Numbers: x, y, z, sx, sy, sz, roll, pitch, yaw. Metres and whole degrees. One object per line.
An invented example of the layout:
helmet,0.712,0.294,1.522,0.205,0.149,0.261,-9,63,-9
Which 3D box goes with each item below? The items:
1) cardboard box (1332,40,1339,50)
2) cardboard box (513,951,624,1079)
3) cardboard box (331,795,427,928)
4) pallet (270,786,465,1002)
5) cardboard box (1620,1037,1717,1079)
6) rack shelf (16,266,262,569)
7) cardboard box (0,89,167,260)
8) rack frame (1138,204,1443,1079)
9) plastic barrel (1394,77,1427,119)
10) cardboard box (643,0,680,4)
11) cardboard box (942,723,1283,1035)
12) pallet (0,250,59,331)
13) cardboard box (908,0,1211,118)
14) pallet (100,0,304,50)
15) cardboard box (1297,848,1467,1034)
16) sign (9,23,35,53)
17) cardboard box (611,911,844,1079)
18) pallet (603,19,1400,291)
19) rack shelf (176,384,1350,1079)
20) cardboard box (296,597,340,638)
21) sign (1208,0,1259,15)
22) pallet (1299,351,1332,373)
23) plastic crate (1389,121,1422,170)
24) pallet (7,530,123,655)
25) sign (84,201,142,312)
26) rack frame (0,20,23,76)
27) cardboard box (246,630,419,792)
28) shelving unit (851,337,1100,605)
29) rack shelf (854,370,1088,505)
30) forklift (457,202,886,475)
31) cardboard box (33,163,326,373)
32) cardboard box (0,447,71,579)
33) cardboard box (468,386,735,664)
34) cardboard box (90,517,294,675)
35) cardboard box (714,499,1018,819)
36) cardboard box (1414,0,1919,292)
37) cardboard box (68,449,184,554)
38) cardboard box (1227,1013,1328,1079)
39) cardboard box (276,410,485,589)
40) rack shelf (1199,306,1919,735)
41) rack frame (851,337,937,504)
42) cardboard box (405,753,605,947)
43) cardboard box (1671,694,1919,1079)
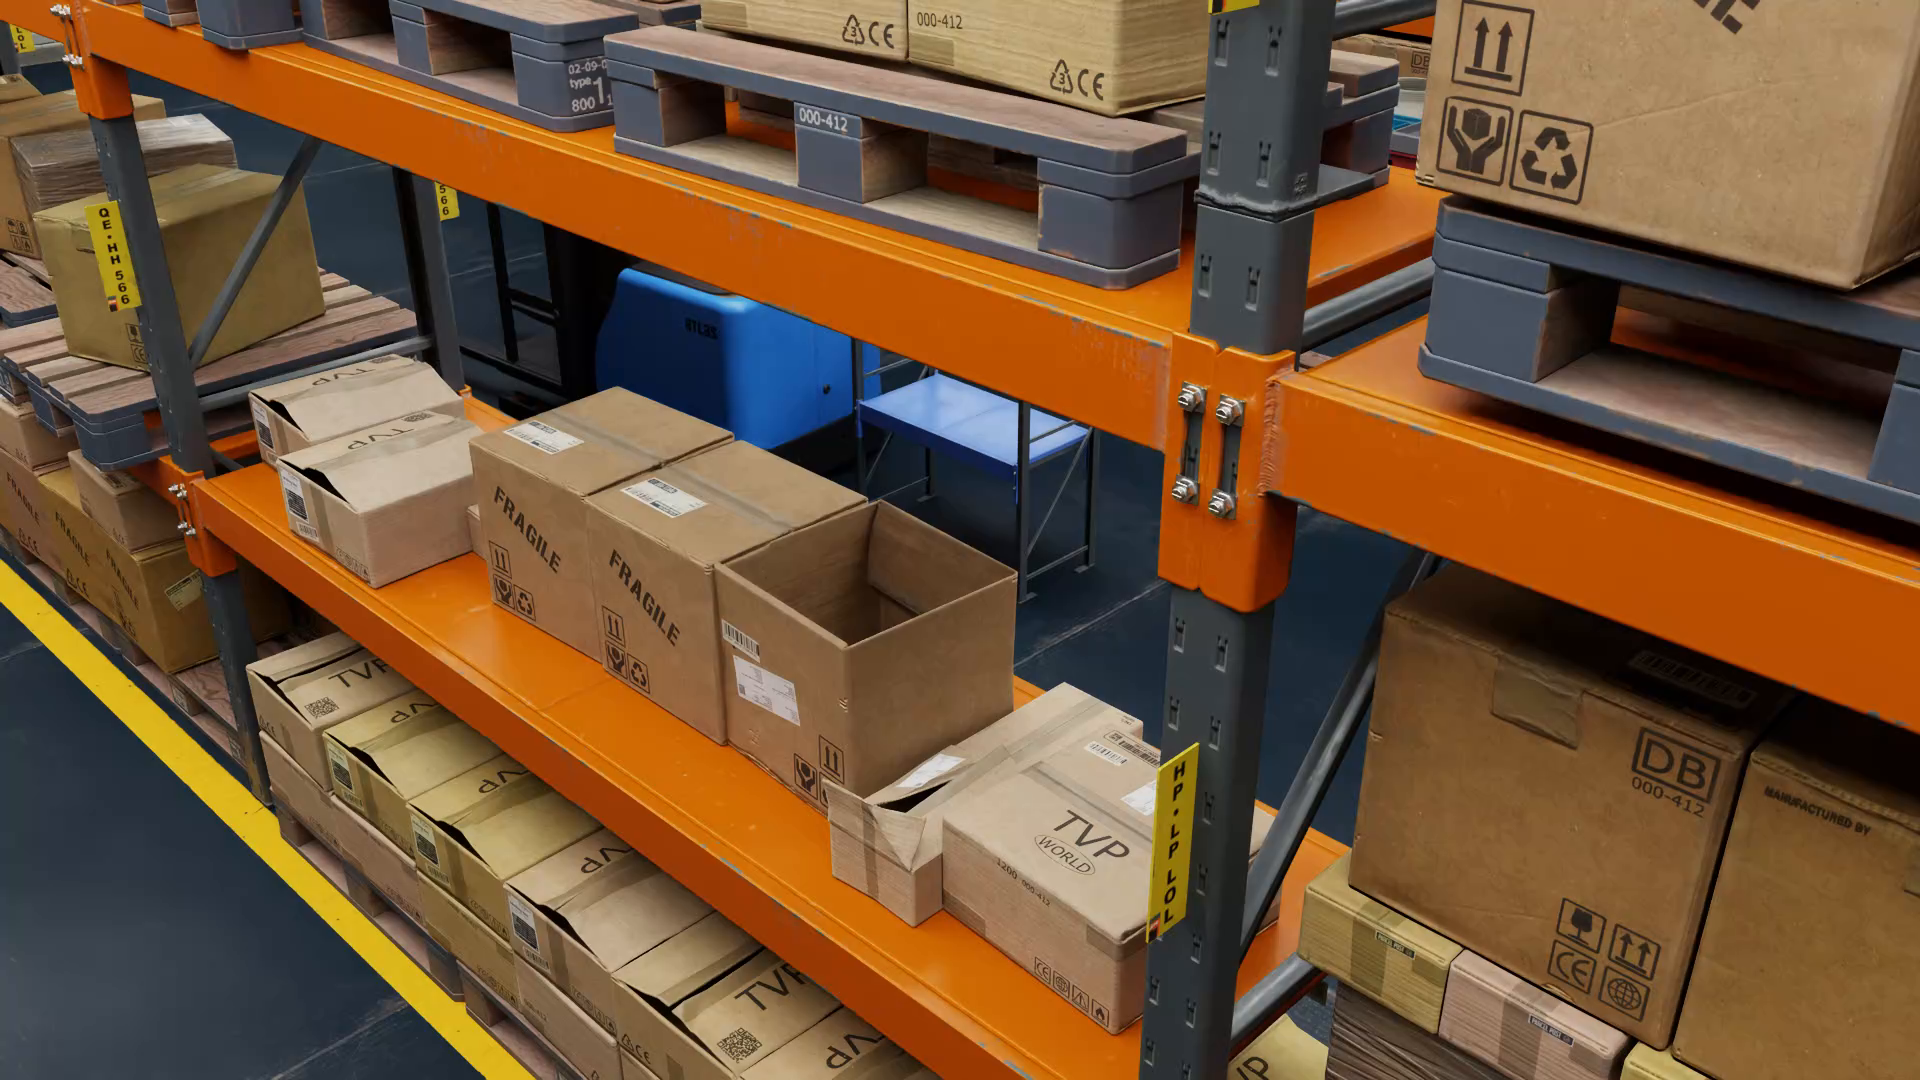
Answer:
cardboard box,3.046,-3.897,13.770,0.875,0.875,1.225,23,36,37
cardboard box,-0.891,1.245,4.663,0.500,0.250,0.500,-24,36,-38
cardboard box,-1.632,0.910,5.300,0.500,0.250,0.500,23,36,37
pallet,-1.599,0.962,5.693,1.213,0.211,1.003,25,36,38
cardboard box,1.114,0.738,2.320,0.250,0.149,0.380,23,36,37
rack shelf,-3.584,-0.888,6.988,4.000,0.370,1.077,25,36,38
cardboard box,-3.707,-1.533,6.884,0.500,0.500,0.700,15,31,26
rack frame,0.694,0.752,3.098,0.127,3.000,1.000,25,36,38
plastic barrel,2.200,-1.981,8.174,0.421,0.512,0.421,0,28,0
cardboard box,-0.626,-1.340,3.562,0.500,0.250,0.500,21,34,34
cardboard box,0.312,0.672,3.410,0.500,0.250,0.500,-23,35,-36
pallet,-3.548,-1.102,6.828,1.213,0.211,1.003,25,36,38
cardboard box,0.261,-0.900,2.725,0.500,0.250,0.500,-21,34,-34
pallet,-1.612,-1.606,4.561,1.213,0.211,1.003,-23,36,-37
cardboard box,0.750,0.572,2.634,0.250,0.149,0.380,25,36,38
sign,-4.624,-2.557,8.145,0.005,0.325,0.100,25,36,38
cardboard box,-0.525,1.166,4.210,0.500,0.311,0.500,24,36,38
pallet,0.056,-0.775,2.983,1.217,0.209,0.805,23,35,36
rack shelf,-0.732,0.417,4.506,4.000,0.370,1.077,25,36,38
cardboard box,-2.282,0.115,6.522,0.500,0.500,0.500,-23,36,-37
sign,0.321,-0.761,1.857,0.005,0.325,0.100,25,36,38
pallet,1.842,-0.696,8.847,1.213,0.211,1.003,25,36,38
plastic crate,2.255,-1.596,7.493,0.583,0.464,0.402,25,36,38
pallet,-3.530,0.027,7.473,1.213,0.211,1.003,25,36,38
sign,-2.532,-0.848,4.980,0.005,0.325,0.100,25,36,38
rack frame,-5.011,-1.859,8.062,0.127,3.000,1.000,25,36,38
cardboard box,-1.991,0.498,5.481,0.500,0.311,0.500,-24,36,-38
shelving unit,0.061,-0.636,7.348,1.048,1.500,0.538,25,36,38
rack shelf,0.061,-0.477,7.432,1.000,0.185,0.538,25,36,38
forklift,-1.835,-2.019,8.440,3.031,2.935,1.130,21,35,35
cardboard box,-2.686,-0.952,5.778,0.500,0.500,0.700,12,30,22
cardboard box,-3.737,-0.207,7.134,0.500,0.500,0.500,23,35,37
cardboard box,-0.950,-0.056,4.526,0.500,0.500,0.500,22,35,36
cardboard box,-2.990,0.131,6.491,0.500,0.500,0.500,-24,36,-37
cardboard box,-0.218,0.279,3.888,0.500,0.500,0.500,-22,35,-36
cardboard box,0.868,-0.616,1.767,0.500,0.500,0.500,-22,35,-35
cardboard box,-3.033,-0.218,6.349,0.500,0.250,0.500,-24,36,-37
cardboard box,0.574,1.317,3.923,0.500,0.311,0.500,25,37,39
cardboard box,-1.656,-0.158,4.923,0.500,0.311,0.500,24,36,38
rack shelf,2.120,0.395,1.326,4.000,0.370,1.077,25,36,38
rack frame,-0.302,-0.802,7.663,0.032,1.500,0.500,25,36,38
cardboard box,-1.248,0.833,4.843,0.500,0.311,0.500,23,36,37
cardboard box,1.376,0.440,2.188,0.500,0.500,0.700,24,36,38
